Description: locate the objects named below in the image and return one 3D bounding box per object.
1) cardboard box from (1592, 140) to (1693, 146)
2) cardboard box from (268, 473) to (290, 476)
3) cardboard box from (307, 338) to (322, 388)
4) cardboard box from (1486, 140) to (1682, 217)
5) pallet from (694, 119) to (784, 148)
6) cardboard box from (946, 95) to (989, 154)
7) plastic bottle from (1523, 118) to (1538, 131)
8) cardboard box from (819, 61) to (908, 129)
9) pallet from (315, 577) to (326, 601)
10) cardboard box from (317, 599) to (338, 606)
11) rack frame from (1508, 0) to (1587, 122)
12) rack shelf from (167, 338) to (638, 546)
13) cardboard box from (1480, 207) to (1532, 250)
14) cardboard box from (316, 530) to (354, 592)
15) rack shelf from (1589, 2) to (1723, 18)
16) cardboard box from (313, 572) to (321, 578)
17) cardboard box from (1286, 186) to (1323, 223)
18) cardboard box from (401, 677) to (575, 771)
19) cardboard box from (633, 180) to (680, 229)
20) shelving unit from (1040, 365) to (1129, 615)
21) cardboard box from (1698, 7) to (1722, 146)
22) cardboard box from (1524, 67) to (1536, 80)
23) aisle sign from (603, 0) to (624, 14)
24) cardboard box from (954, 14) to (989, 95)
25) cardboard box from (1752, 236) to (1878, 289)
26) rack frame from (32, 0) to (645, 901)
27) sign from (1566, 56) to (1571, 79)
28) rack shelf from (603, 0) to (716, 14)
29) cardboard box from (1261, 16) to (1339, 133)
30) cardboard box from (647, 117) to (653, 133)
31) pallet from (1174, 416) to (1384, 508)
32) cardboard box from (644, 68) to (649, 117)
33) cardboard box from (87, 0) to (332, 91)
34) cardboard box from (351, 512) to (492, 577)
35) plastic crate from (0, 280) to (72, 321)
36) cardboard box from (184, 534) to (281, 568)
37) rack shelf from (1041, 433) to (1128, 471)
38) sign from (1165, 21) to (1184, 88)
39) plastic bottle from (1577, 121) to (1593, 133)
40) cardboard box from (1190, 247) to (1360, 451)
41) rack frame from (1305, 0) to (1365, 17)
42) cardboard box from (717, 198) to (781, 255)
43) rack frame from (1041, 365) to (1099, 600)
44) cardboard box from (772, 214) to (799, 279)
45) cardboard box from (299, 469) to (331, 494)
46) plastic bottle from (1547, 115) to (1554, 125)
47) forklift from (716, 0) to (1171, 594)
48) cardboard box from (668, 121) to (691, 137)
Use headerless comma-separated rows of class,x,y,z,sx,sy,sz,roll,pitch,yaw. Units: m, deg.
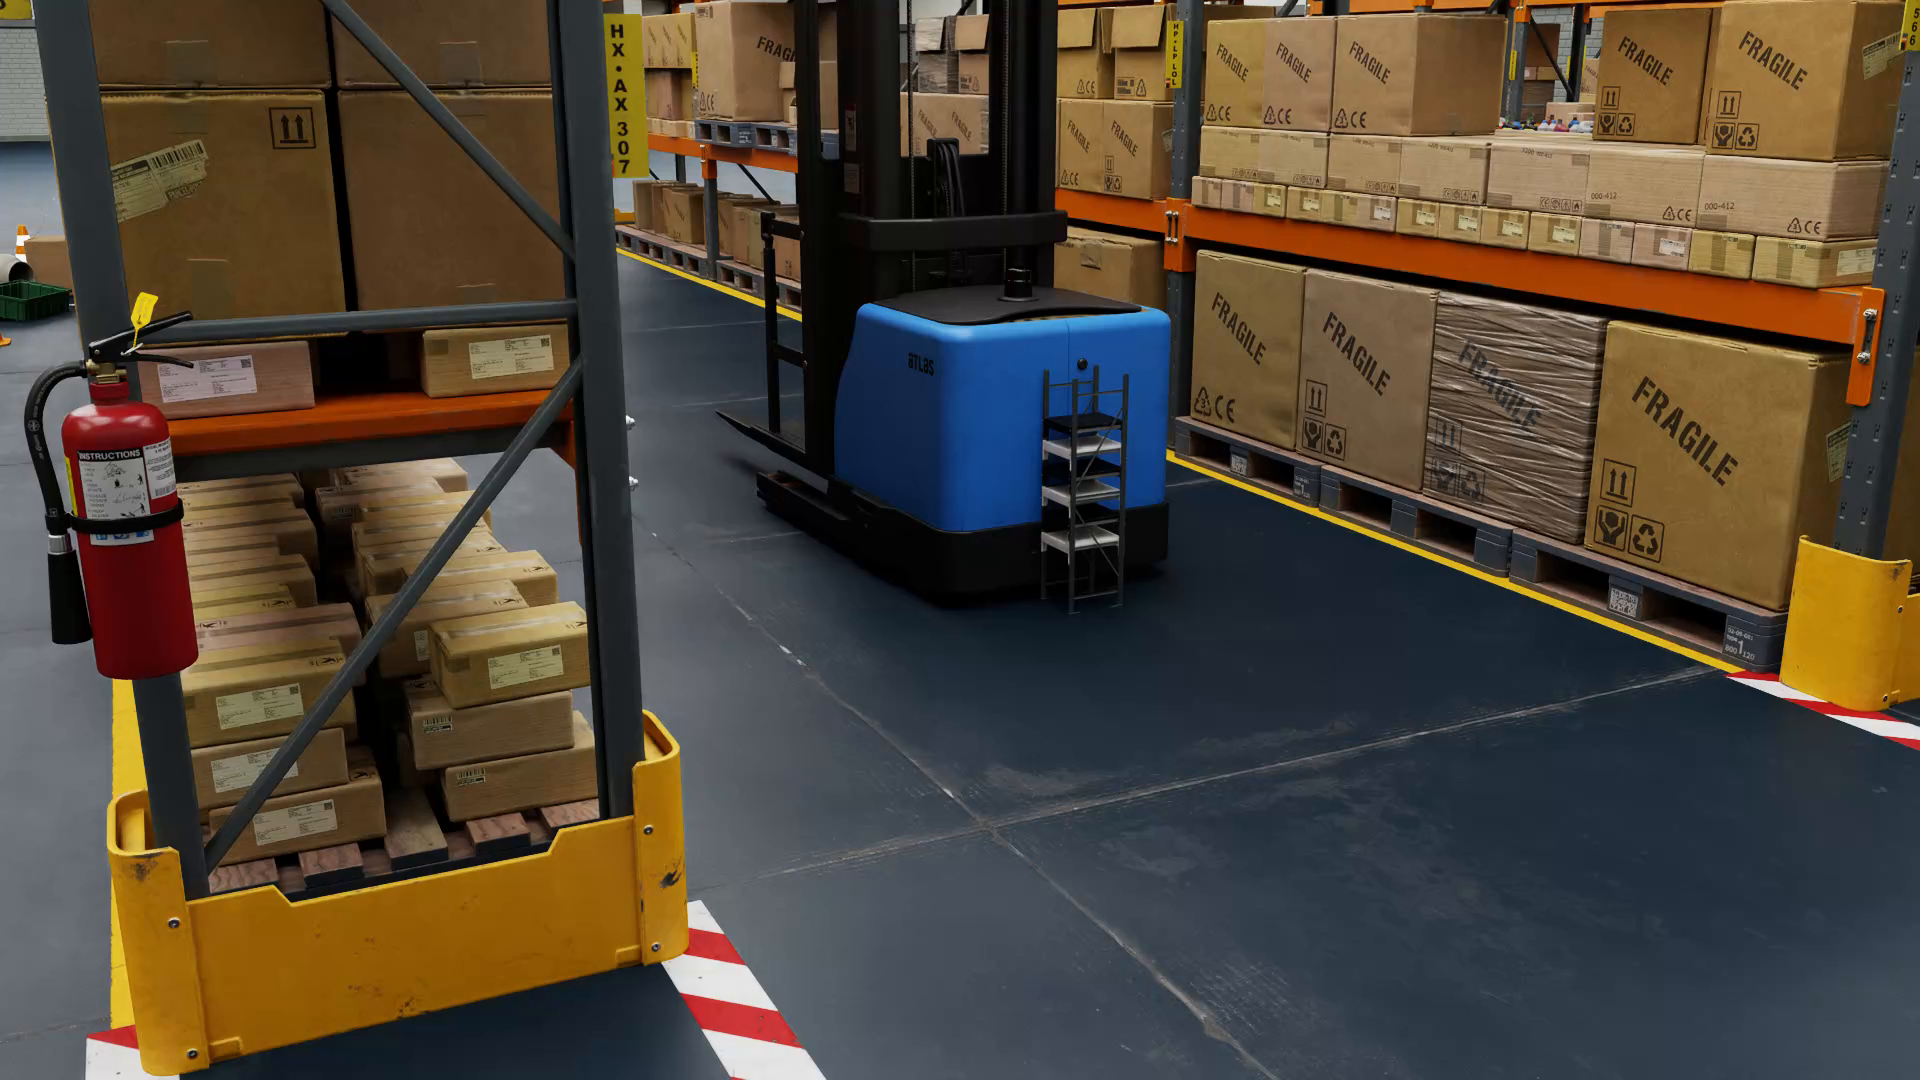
cardboard box,2.902,-1.479,6.698,0.500,0.250,0.500,-8,18,-27
cardboard box,-2.614,-0.233,5.955,0.380,0.149,0.250,-8,18,-26
cardboard box,-1.655,-0.421,3.735,0.380,0.149,0.250,-8,18,-25
cardboard box,2.424,-1.414,6.473,0.500,0.250,0.500,-8,18,-27
pallet,-1.733,-3.679,14.981,1.003,0.211,1.213,-8,18,-25
cardboard box,0.239,-2.627,10.786,0.500,0.500,0.500,-8,18,-26
plastic bottle,4.488,-3.172,13.078,0.061,0.283,0.133,-8,18,-25
cardboard box,-0.792,-3.492,13.039,0.700,0.500,0.500,-5,17,-17
pallet,-2.071,0.385,5.526,1.003,0.211,1.213,-8,18,-25
cardboard box,-1.925,0.293,4.661,0.380,0.149,0.250,-8,18,-26
rack frame,6.969,-5.175,19.845,1.000,3.000,0.127,-8,18,-25
rack shelf,-2.059,-0.579,5.134,1.077,0.370,4.000,-8,18,-25
cardboard box,2.305,-1.248,6.617,0.380,0.149,0.250,-8,18,-25
cardboard box,-1.920,0.050,5.508,0.380,0.149,0.250,-7,17,-22
rack shelf,10.545,-7.366,23.348,1.077,0.370,4.000,-8,18,-25
cardboard box,-2.239,0.016,6.163,0.380,0.149,0.250,-8,18,-26
cardboard box,1.746,-1.565,7.722,0.380,0.149,0.250,-8,18,-26
cardboard box,-1.182,0.436,4.162,0.380,0.149,0.250,-7,17,-23
cardboard box,-3.431,-3.814,18.873,0.500,0.500,0.500,-4,17,-15
shelving unit,0.467,-0.190,6.283,0.258,0.900,0.210,-8,18,-27
cardboard box,3.133,-1.710,6.145,0.500,0.500,0.500,-8,18,-26
cardboard box,6.658,-5.576,19.886,0.380,0.149,0.250,-8,18,-25
aisle sign,-3.986,-6.199,18.701,0.394,0.787,0.004,-8,18,-25
cardboard box,0.404,-3.172,10.865,0.797,0.503,0.637,-7,18,-24
cardboard box,2.868,-0.931,5.512,0.380,0.149,0.250,-7,18,-24
rack frame,-1.183,-0.429,3.307,1.000,3.000,0.127,-8,18,-25
sign,9.181,-7.117,25.042,0.100,0.325,0.005,-8,18,-25
rack shelf,-2.813,-5.570,17.090,1.077,0.370,4.000,-8,18,-25
cardboard box,1.756,-2.154,7.690,0.500,0.500,0.500,-8,18,-25
cardboard box,-3.209,-4.366,17.484,0.380,0.149,0.250,-8,18,-25
pallet,1.830,-0.457,8.459,1.003,0.211,1.213,-8,18,-25
cardboard box,-2.966,-4.783,17.759,0.875,0.500,0.500,-8,18,-25
cardboard box,-1.607,-1.184,3.405,0.500,0.500,0.500,-8,18,-26
cardboard box,-1.627,0.030,5.038,0.380,0.149,0.250,-7,17,-23
plastic crate,-7.694,-1.965,13.654,0.450,0.188,0.662,11,16,1
cardboard box,-2.153,0.103,4.781,0.380,0.149,0.250,-7,17,-23
rack shelf,0.467,-0.331,6.243,0.258,0.077,0.200,-8,18,-27
sign,1.084,-2.445,8.378,0.100,0.325,0.005,-8,18,-25
plastic bottle,4.774,-3.035,12.615,0.152,0.276,0.135,-8,18,-25
cardboard box,1.785,-1.002,8.395,0.875,0.875,0.875,-8,18,-25
rack frame,5.217,-6.167,23.301,1.000,3.000,0.127,-8,18,-25
cardboard box,-2.077,-3.083,16.326,0.500,0.500,0.500,-8,18,-27
rack frame,0.420,-0.215,6.369,0.240,0.900,0.006,-8,18,-27
cardboard box,-1.250,-2.574,14.518,0.700,0.500,0.500,-9,19,-30
cardboard box,-2.239,-0.288,6.145,0.380,0.149,0.250,-7,17,-23
plastic bottle,4.929,-3.423,13.953,0.061,0.283,0.133,-8,18,-25
forklift,-0.295,-1.562,7.381,1.130,2.935,3.031,-8,18,-27
cardboard box,-2.662,-4.056,16.404,0.380,0.149,0.250,-8,18,-25
